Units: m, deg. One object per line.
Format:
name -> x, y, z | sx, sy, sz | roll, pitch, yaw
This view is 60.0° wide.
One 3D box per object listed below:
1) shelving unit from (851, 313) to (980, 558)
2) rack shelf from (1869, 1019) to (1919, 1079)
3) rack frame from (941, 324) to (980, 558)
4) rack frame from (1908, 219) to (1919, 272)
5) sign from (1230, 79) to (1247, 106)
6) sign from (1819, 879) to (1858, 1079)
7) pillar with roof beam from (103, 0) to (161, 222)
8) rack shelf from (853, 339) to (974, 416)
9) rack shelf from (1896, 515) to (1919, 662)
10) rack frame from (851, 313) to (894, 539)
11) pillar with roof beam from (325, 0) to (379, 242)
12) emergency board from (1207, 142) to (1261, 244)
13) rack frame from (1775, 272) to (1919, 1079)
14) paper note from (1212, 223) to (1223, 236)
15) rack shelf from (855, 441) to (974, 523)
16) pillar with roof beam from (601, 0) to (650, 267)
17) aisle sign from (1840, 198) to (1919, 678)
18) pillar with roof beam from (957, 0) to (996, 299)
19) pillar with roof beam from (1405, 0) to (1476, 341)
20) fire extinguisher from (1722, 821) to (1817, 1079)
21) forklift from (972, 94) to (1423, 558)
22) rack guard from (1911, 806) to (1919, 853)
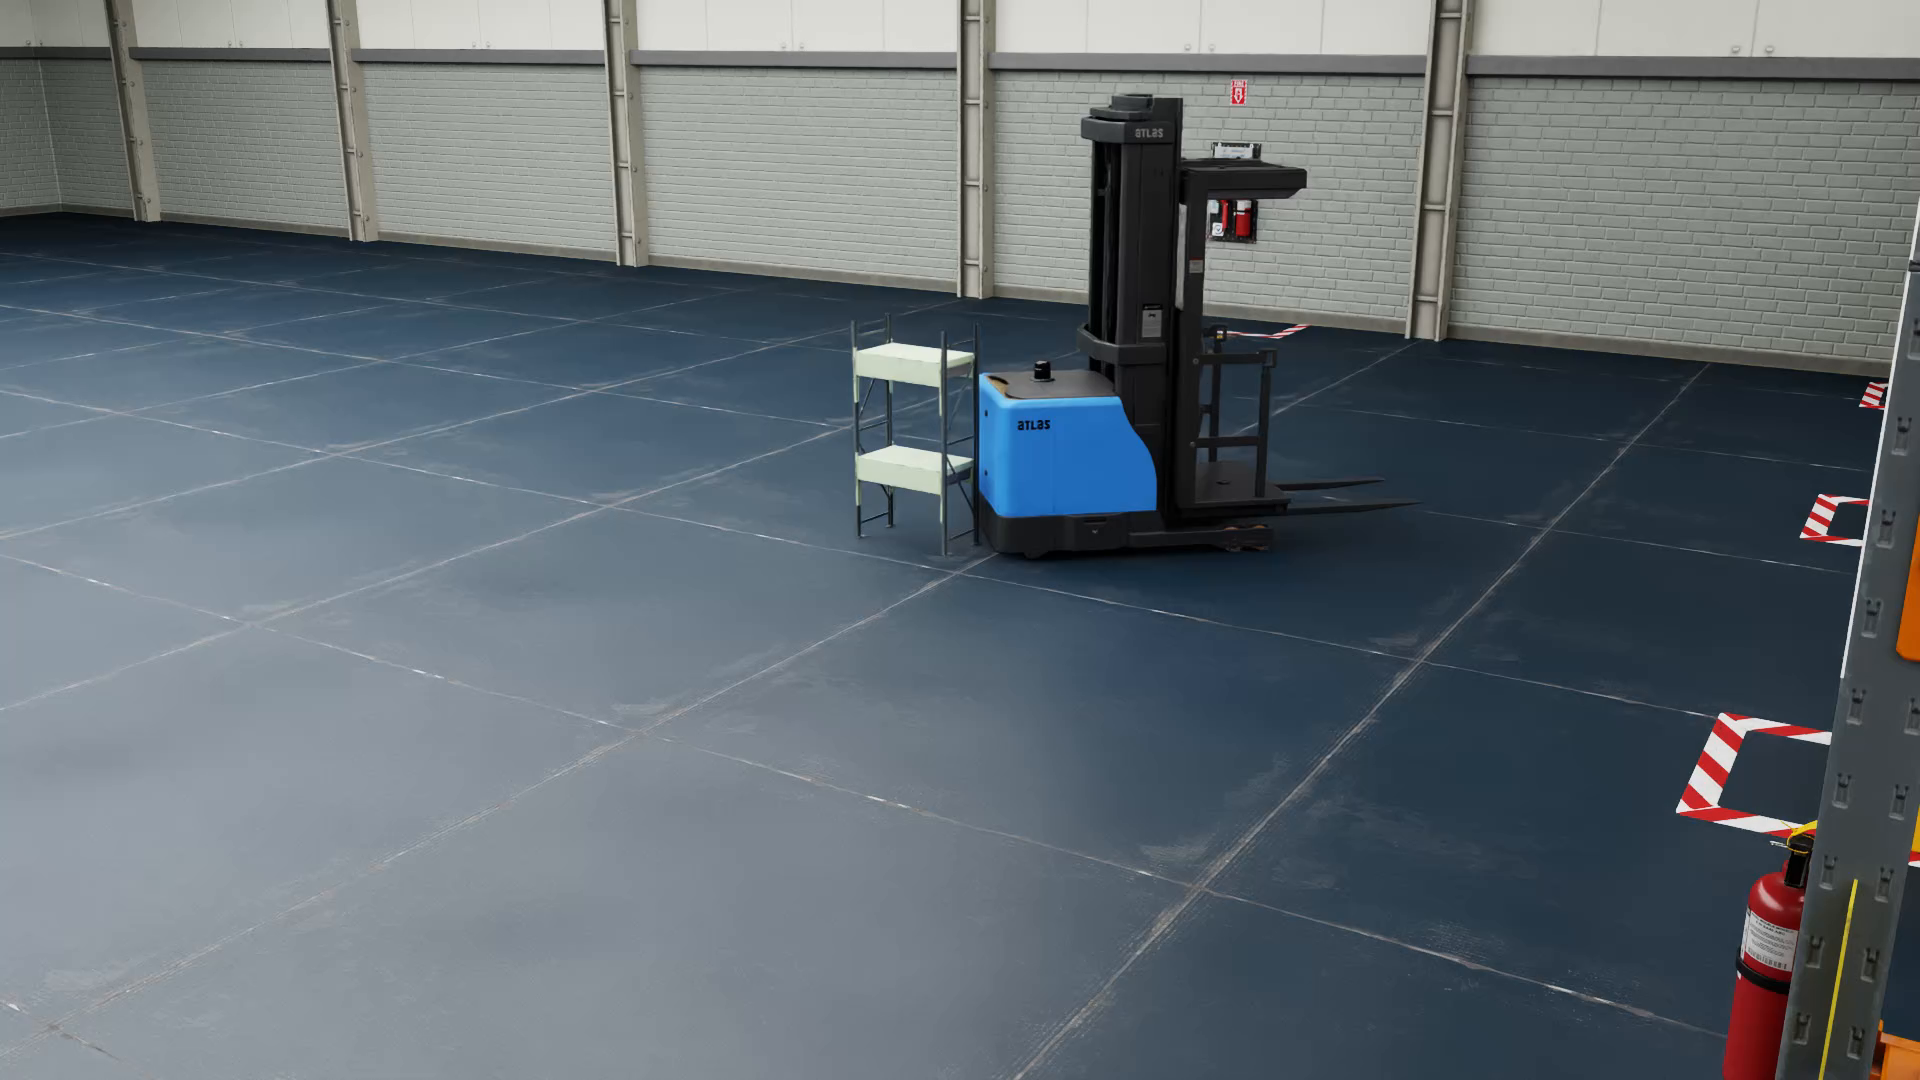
shelving unit -> -0.295, -0.712, 11.145 | 0.755, 1.500, 0.431 | 12, 20, 34
rack shelf -> 3.310, 1.604, 2.178 | 4.000, 0.370, 1.077 | 10, 20, 30
rack frame -> 0.004, -0.650, 10.942 | 0.023, 1.500, 0.400 | 12, 20, 34
rack frame -> 1.605, -1.915, 2.203 | 0.127, 3.000, 1.000 | 10, 20, 30
sign -> 3.278, -5.266, 19.567 | 0.199, 0.298, 0.001 | 10, 20, 30
sign -> 1.322, 0.676, 2.506 | 0.005, 0.325, 0.100 | 10, 20, 30
pillar with roof beam -> -17.385, -9.200, 26.186 | 0.400, 9.000, 9.100 | 10, 20, 30
rack shelf -> -0.295, -1.085, 11.031 | 0.720, 0.370, 0.431 | 12, 20, 34
rack shelf -> 3.310, 0.169, 1.742 | 4.000, 0.370, 1.077 | 10, 20, 30
rack frame -> -0.593, -0.773, 11.347 | 0.023, 1.500, 0.400 | 12, 20, 34
pillar with roof beam -> -12.272, -8.287, 23.181 | 0.400, 9.000, 9.100 | 10, 20, 30
emergency board -> 3.233, -4.131, 19.818 | 0.643, 1.169, 0.194 | 10, 20, 30
rack frame -> 1.605, 0.956, 3.075 | 0.127, 3.000, 1.000 | 10, 20, 30
paper note -> 3.118, -3.753, 20.091 | 0.142, 0.148, 0.016 | 10, 20, 30
rack shelf -> -0.295, -0.400, 11.239 | 0.720, 0.370, 0.431 | 12, 20, 34
pillar with roof beam -> -7.160, -7.375, 20.177 | 0.400, 9.000, 9.100 | 10, 20, 30
aisle sign -> 1.396, -0.223, 2.483 | 0.004, 0.787, 0.394 | 10, 20, 30
pillar with roof beam -> -2.047, -6.462, 17.172 | 0.400, 9.000, 9.100 | 10, 20, 30
pillar with roof beam -> 3.066, -5.550, 14.168 | 0.400, 9.000, 9.100 | 10, 20, 30
fire extinguisher -> 1.749, 0.861, 3.519 | 0.183, 0.674, 0.296 | 10, 20, 30
forklift -> 1.648, -1.470, 11.178 | 3.031, 2.935, 1.130 | -3, 17, -10
rack guard -> 4.287, 0.925, 7.477 | 0.348, 0.500, 1.175 | 10, 20, 30
